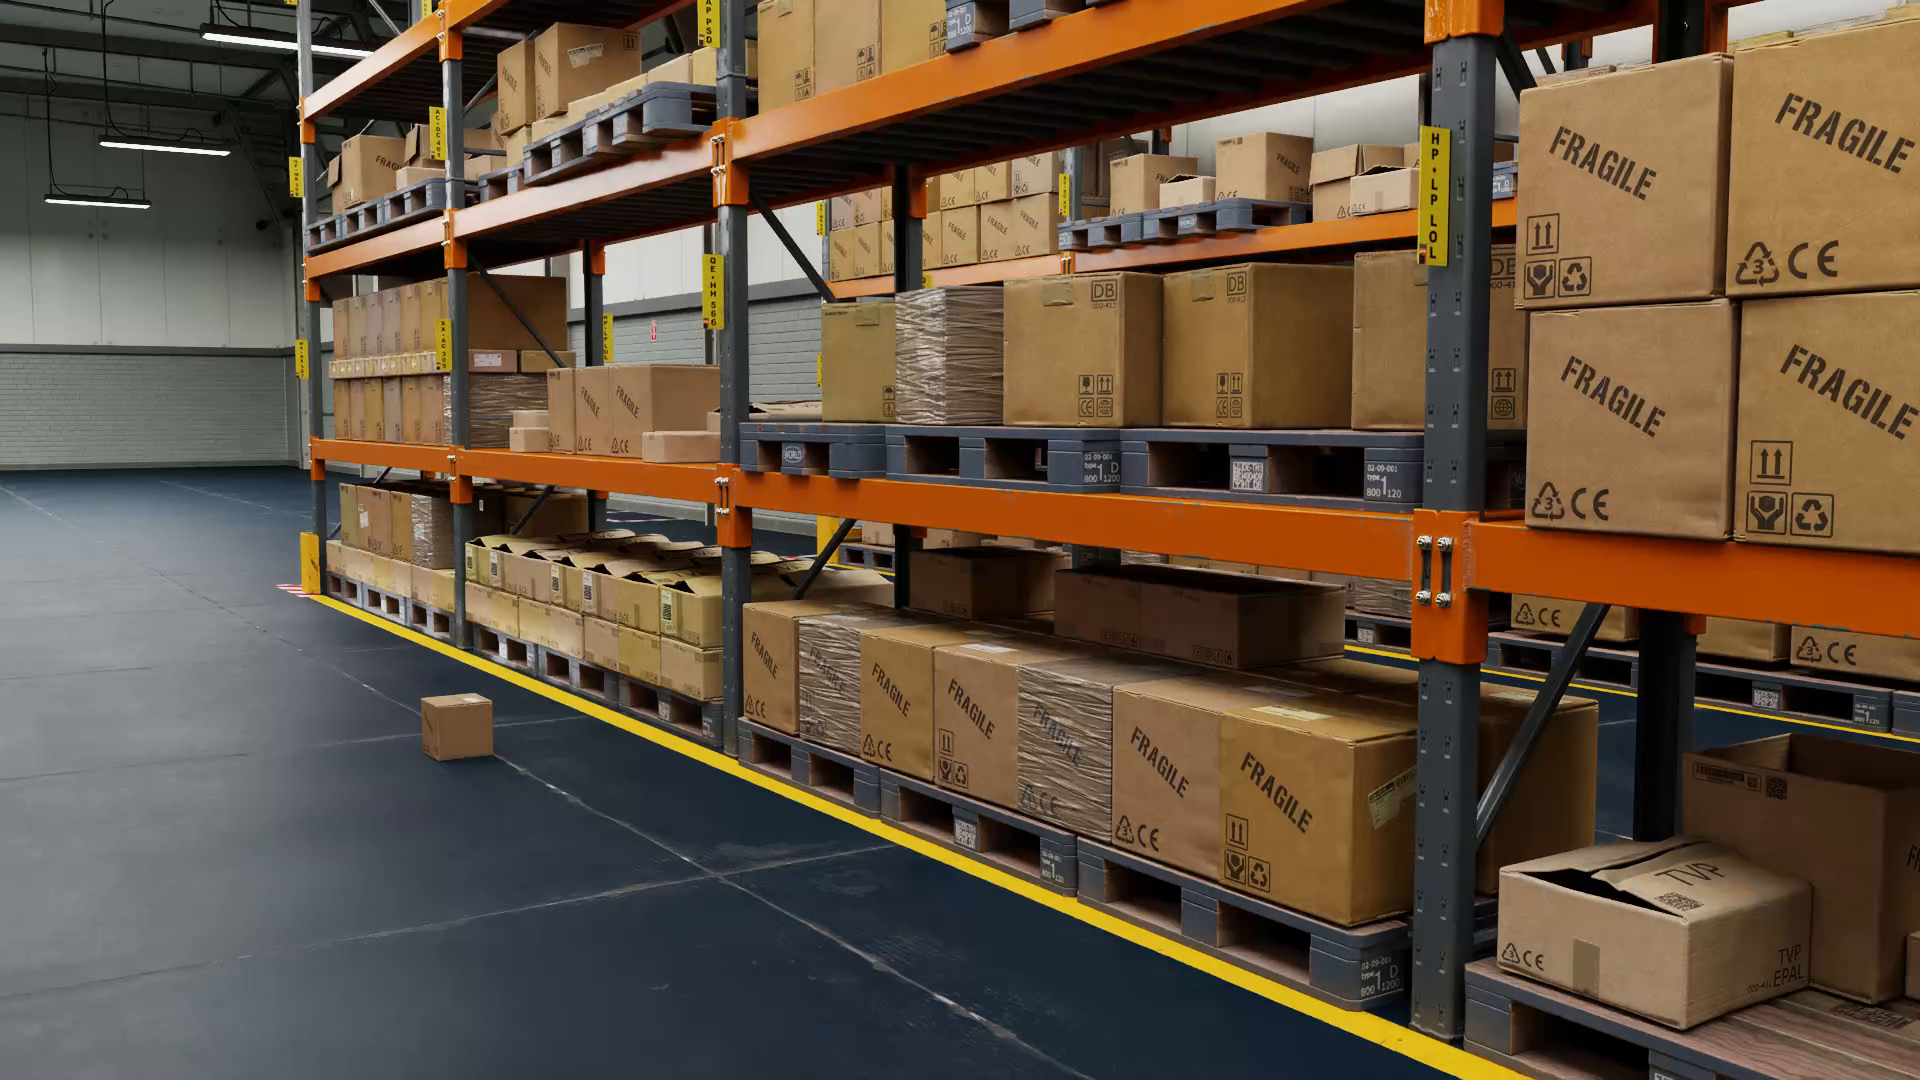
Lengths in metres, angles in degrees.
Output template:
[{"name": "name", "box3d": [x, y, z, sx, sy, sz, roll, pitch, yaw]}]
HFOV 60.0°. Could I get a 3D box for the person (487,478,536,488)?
[{"name": "person", "box3d": [-4.315, -0.552, 15.806, 0.570, 1.732, 0.599, -4, 6, -40]}]
